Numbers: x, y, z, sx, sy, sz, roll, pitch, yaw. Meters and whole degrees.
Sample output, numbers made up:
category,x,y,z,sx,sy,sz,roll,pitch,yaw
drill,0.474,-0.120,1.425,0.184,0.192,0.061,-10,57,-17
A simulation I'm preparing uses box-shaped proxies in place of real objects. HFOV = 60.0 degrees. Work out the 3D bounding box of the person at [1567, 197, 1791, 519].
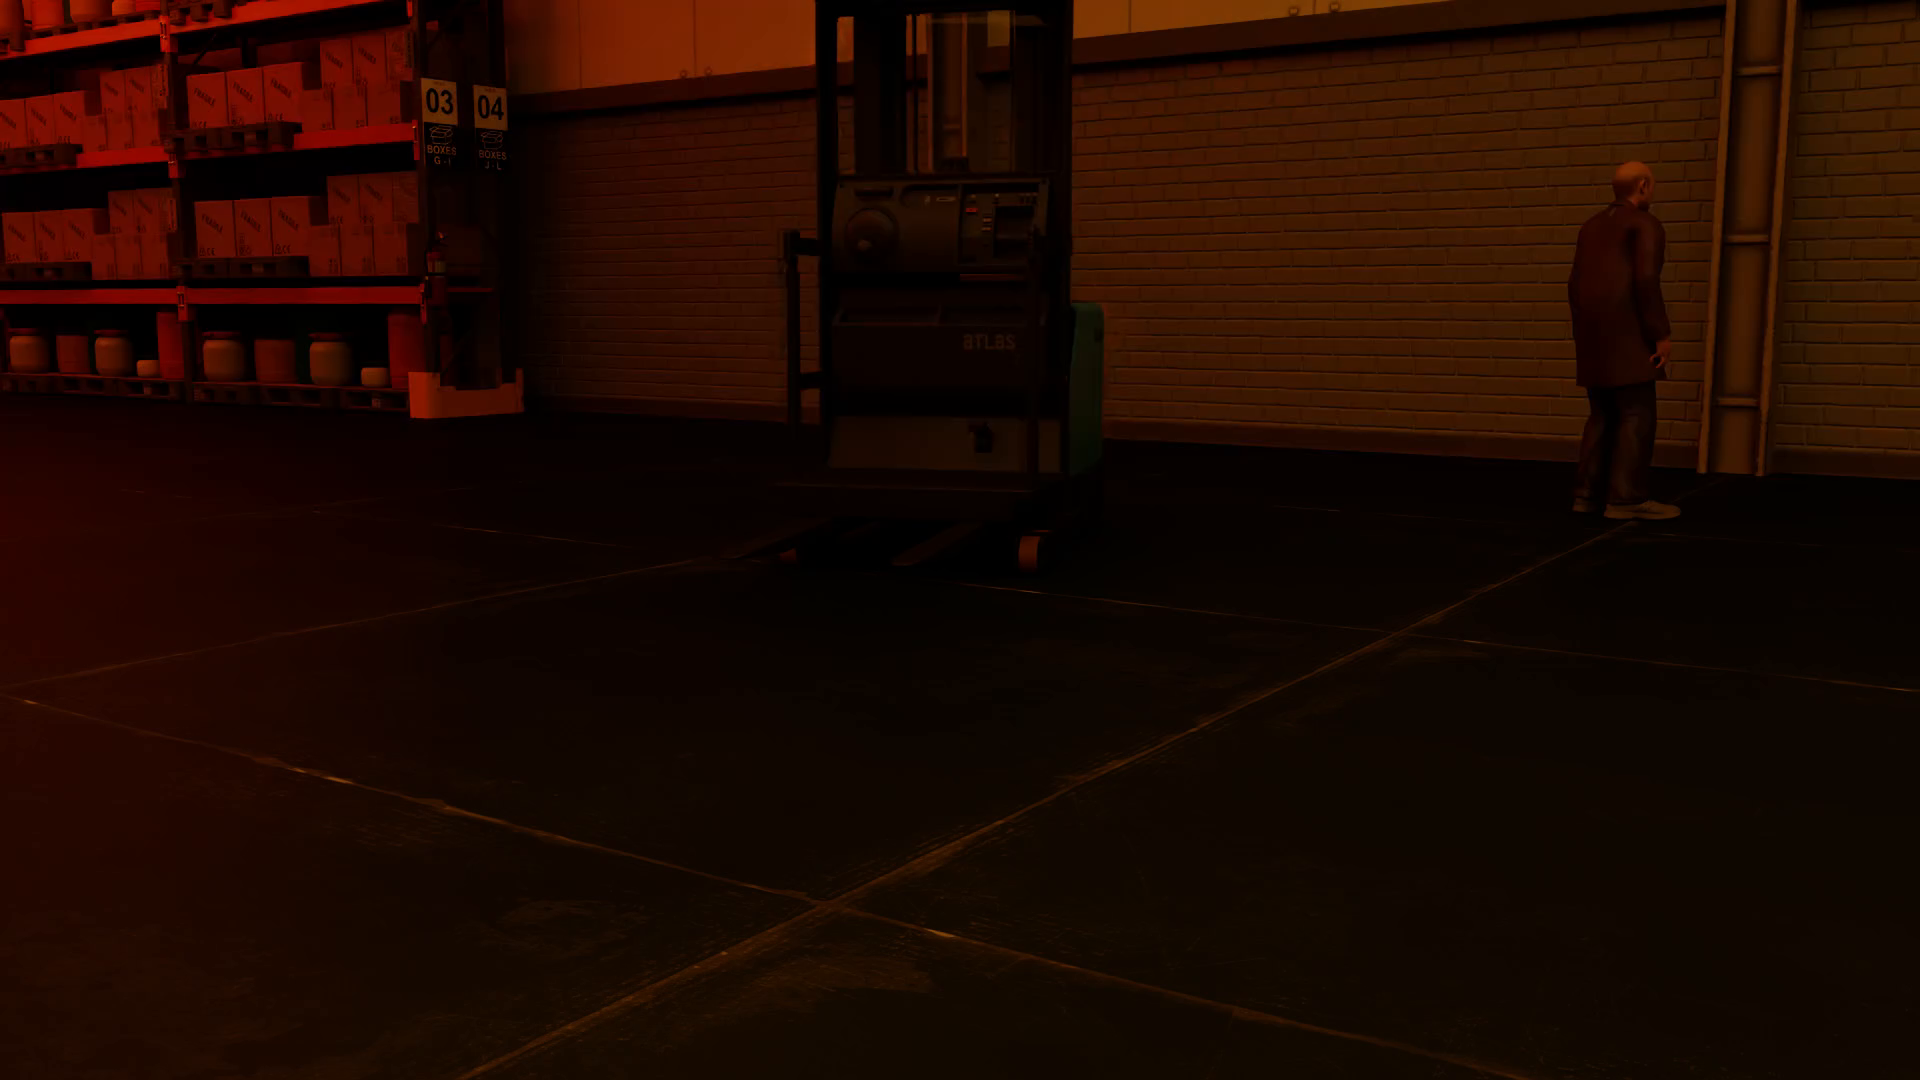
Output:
category,x,y,z,sx,sy,sz,roll,pitch,yaw
person,3.689,-0.902,8.245,0.916,1.579,0.944,-2,8,-16

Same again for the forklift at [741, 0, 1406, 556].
category,x,y,z,sx,sy,sz,roll,pitch,yaw
forklift,0.556,-1.476,7.573,3.031,2.935,1.130,-2,8,-15
